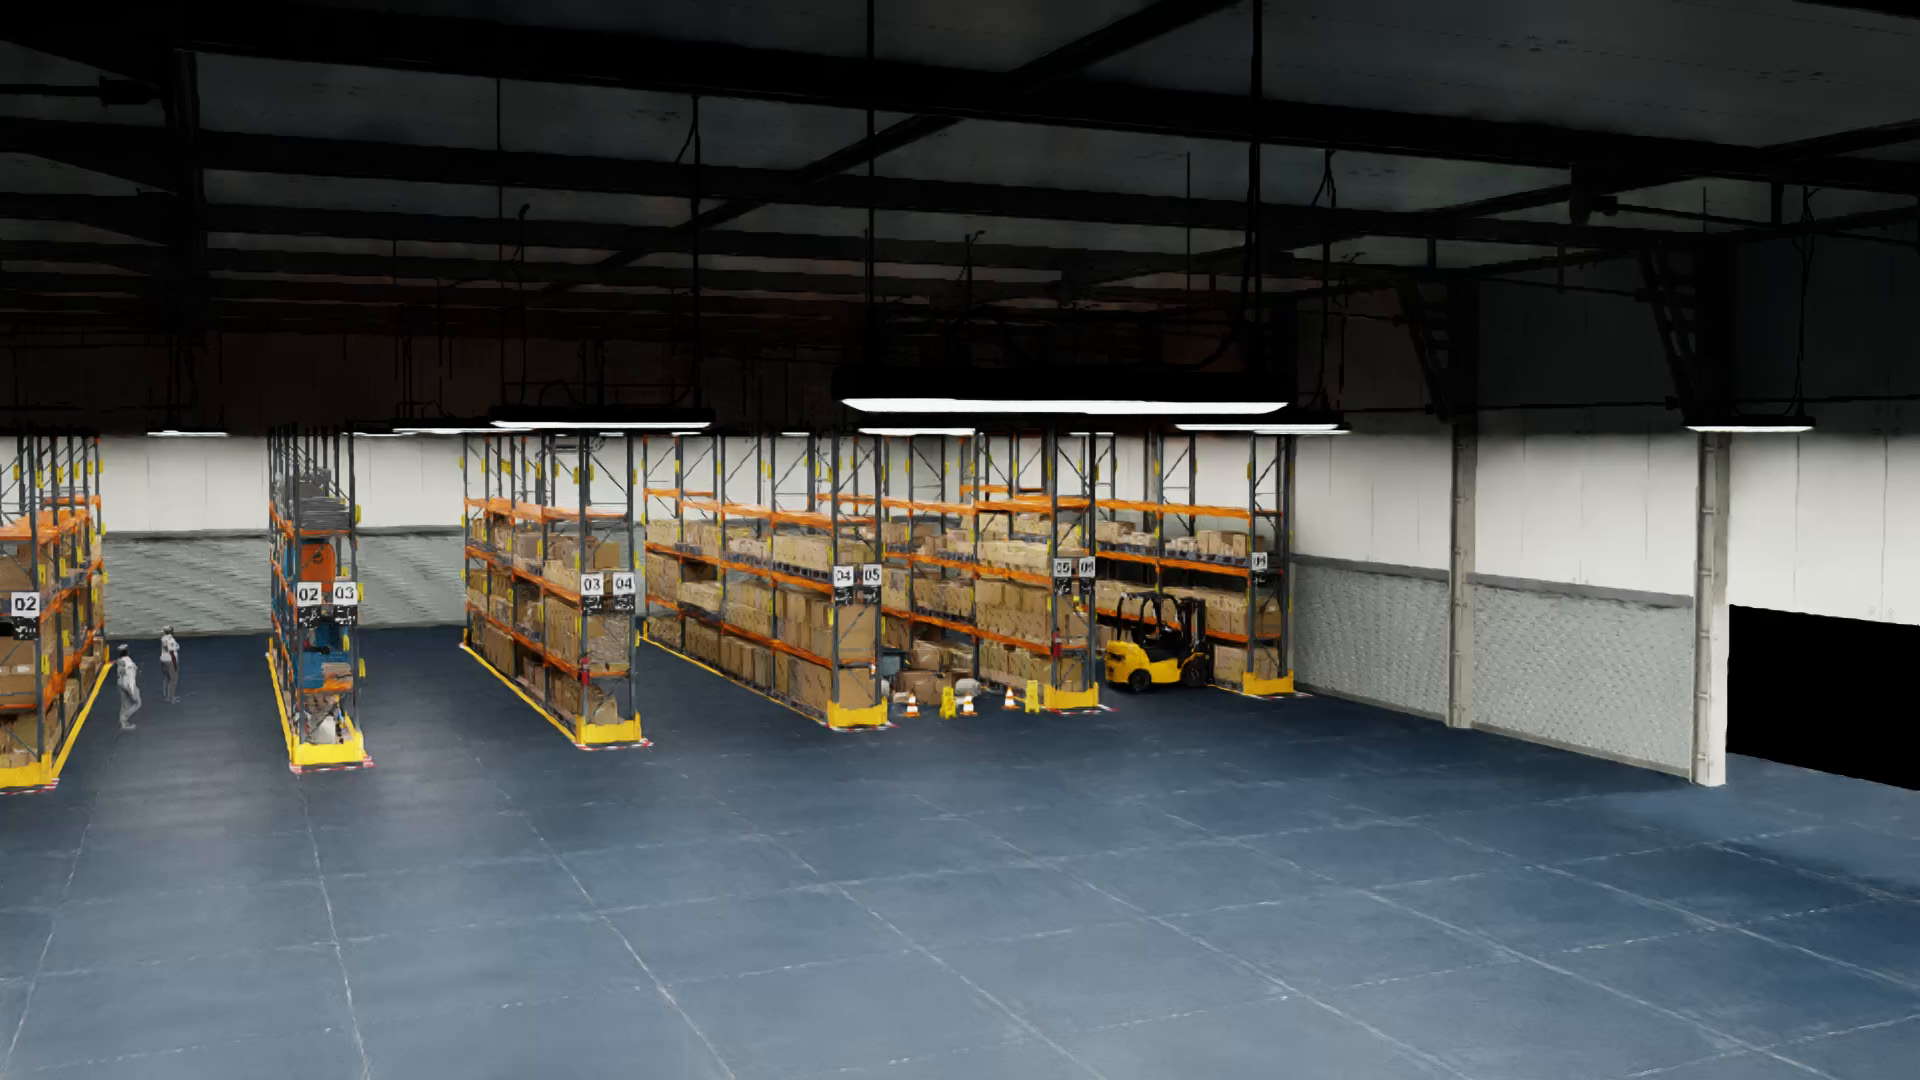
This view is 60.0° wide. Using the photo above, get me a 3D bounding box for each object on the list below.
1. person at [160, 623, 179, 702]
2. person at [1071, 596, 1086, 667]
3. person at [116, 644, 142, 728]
[{"bbox_3d":[-17.221,2.698,36.272,0.526,1.737,0.372,3,4,39],"label":"person"},{"bbox_3d":[2.874,2.280,41.673,0.580,1.763,0.673,0,3,3],"label":"person"},{"bbox_3d":[-16.418,2.885,32.722,0.517,1.675,0.413,3,4,37],"label":"person"}]
